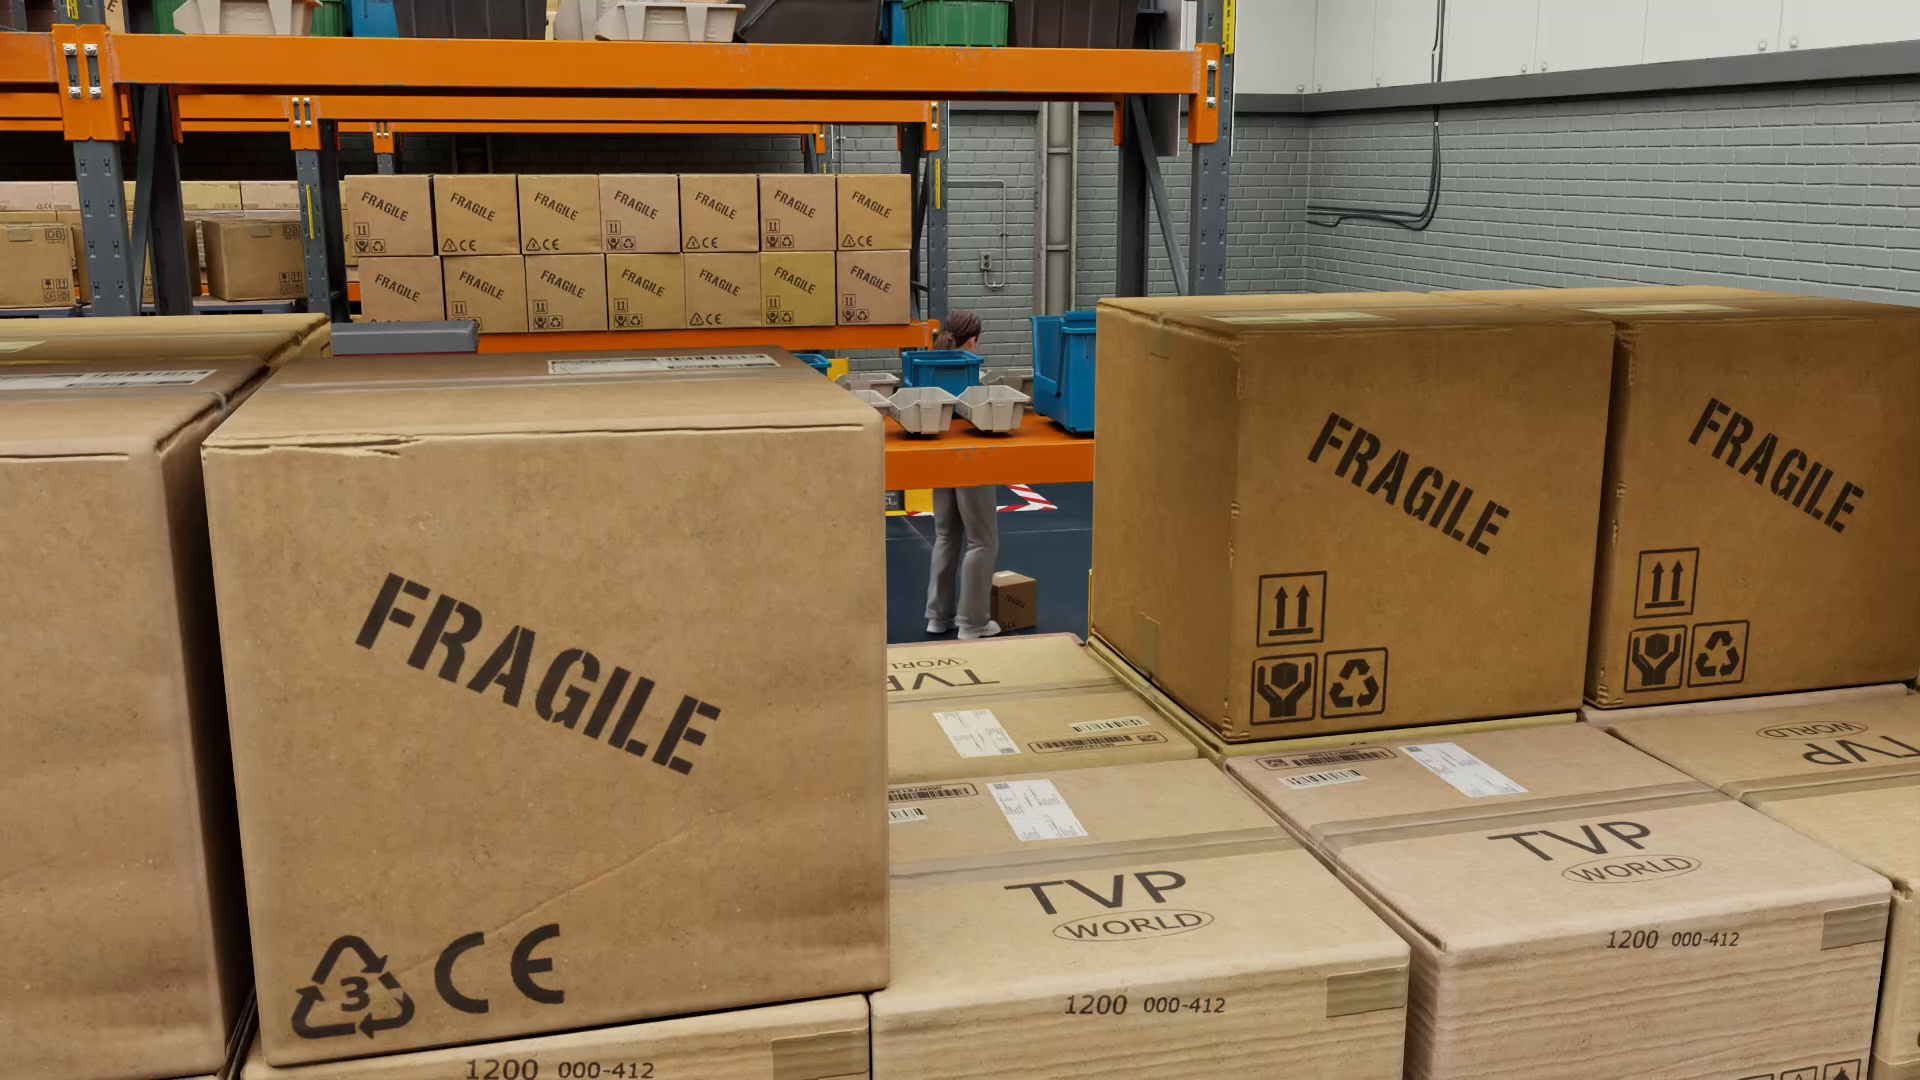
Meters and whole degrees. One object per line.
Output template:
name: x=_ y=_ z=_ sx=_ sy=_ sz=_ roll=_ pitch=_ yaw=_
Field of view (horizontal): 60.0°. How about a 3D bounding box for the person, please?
person: x=-0.011 y=-0.330 z=8.462 sx=0.444 sy=1.671 sz=0.358 roll=11 pitch=17 yaw=40
